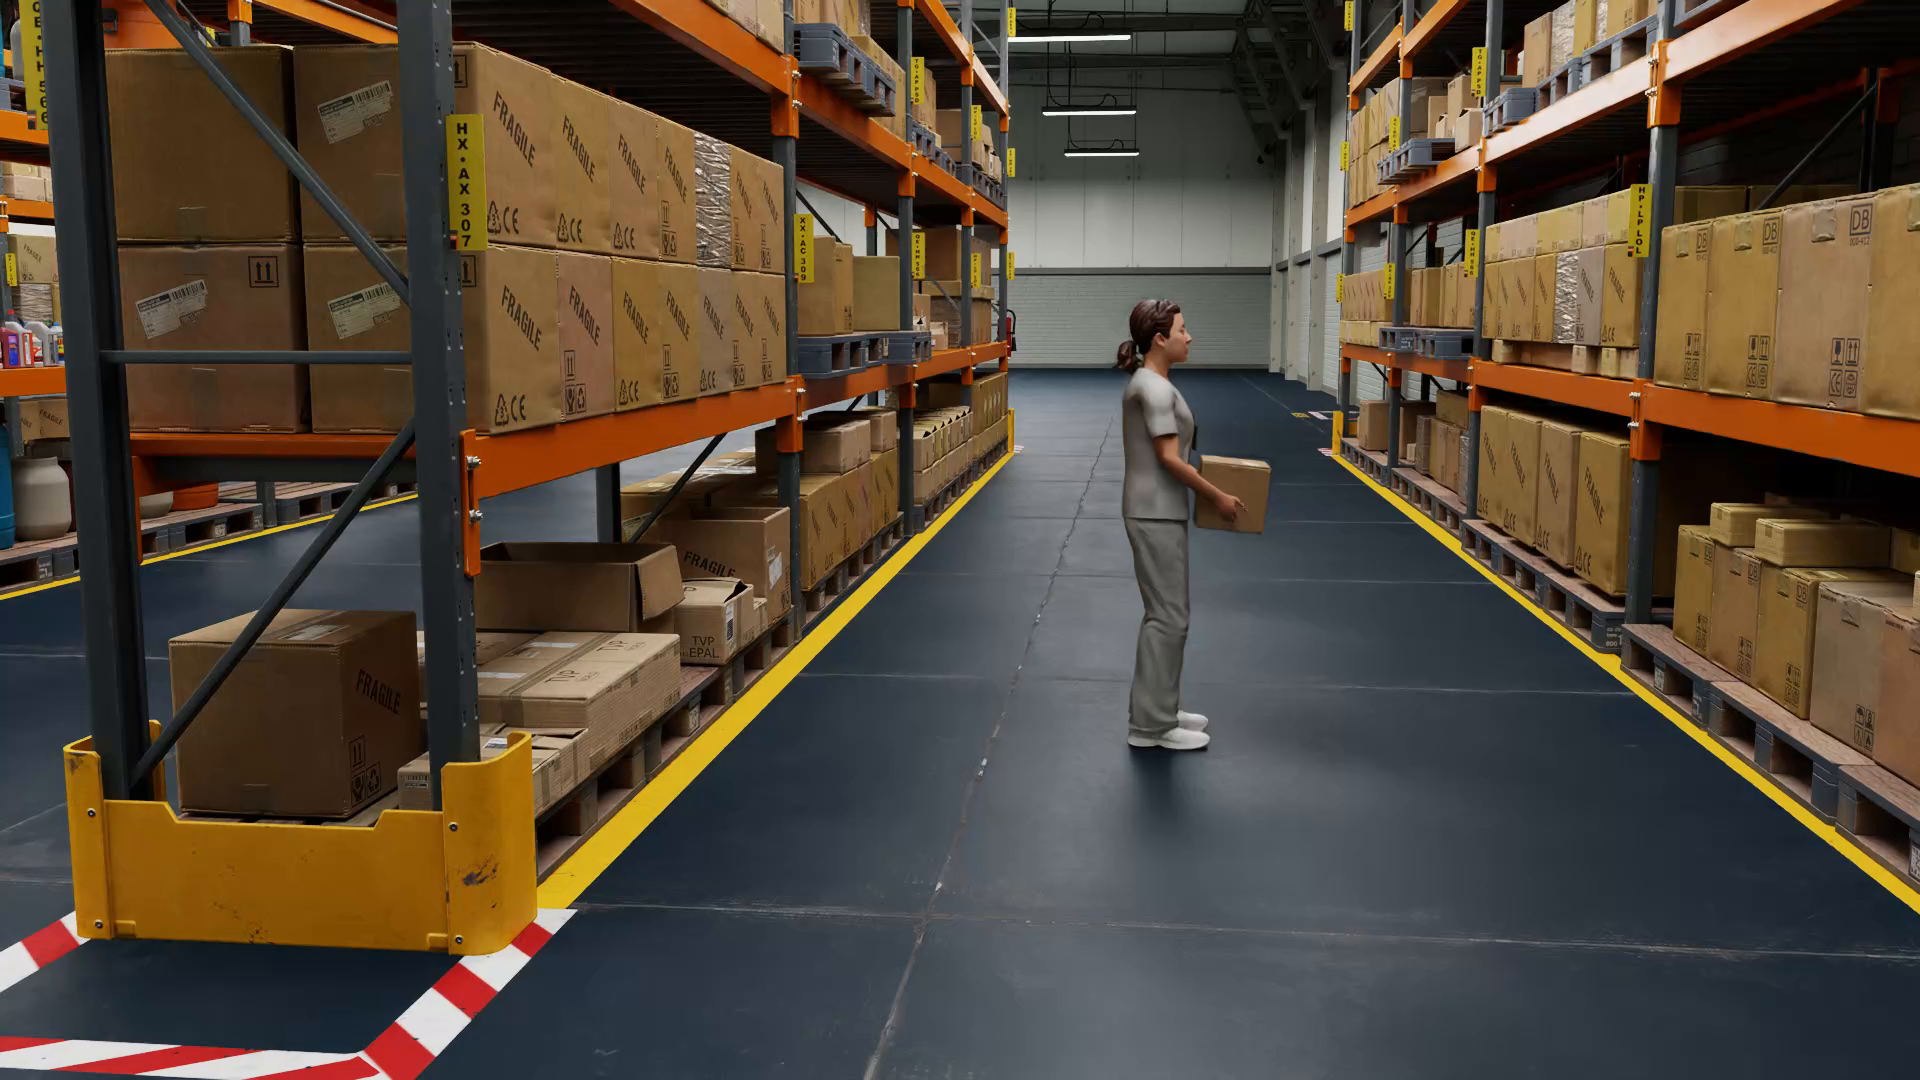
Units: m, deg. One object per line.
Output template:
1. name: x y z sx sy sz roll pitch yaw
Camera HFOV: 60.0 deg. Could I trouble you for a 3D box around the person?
1. person: 0.821 -0.066 6.290 0.503 1.674 0.461 1 8 6
